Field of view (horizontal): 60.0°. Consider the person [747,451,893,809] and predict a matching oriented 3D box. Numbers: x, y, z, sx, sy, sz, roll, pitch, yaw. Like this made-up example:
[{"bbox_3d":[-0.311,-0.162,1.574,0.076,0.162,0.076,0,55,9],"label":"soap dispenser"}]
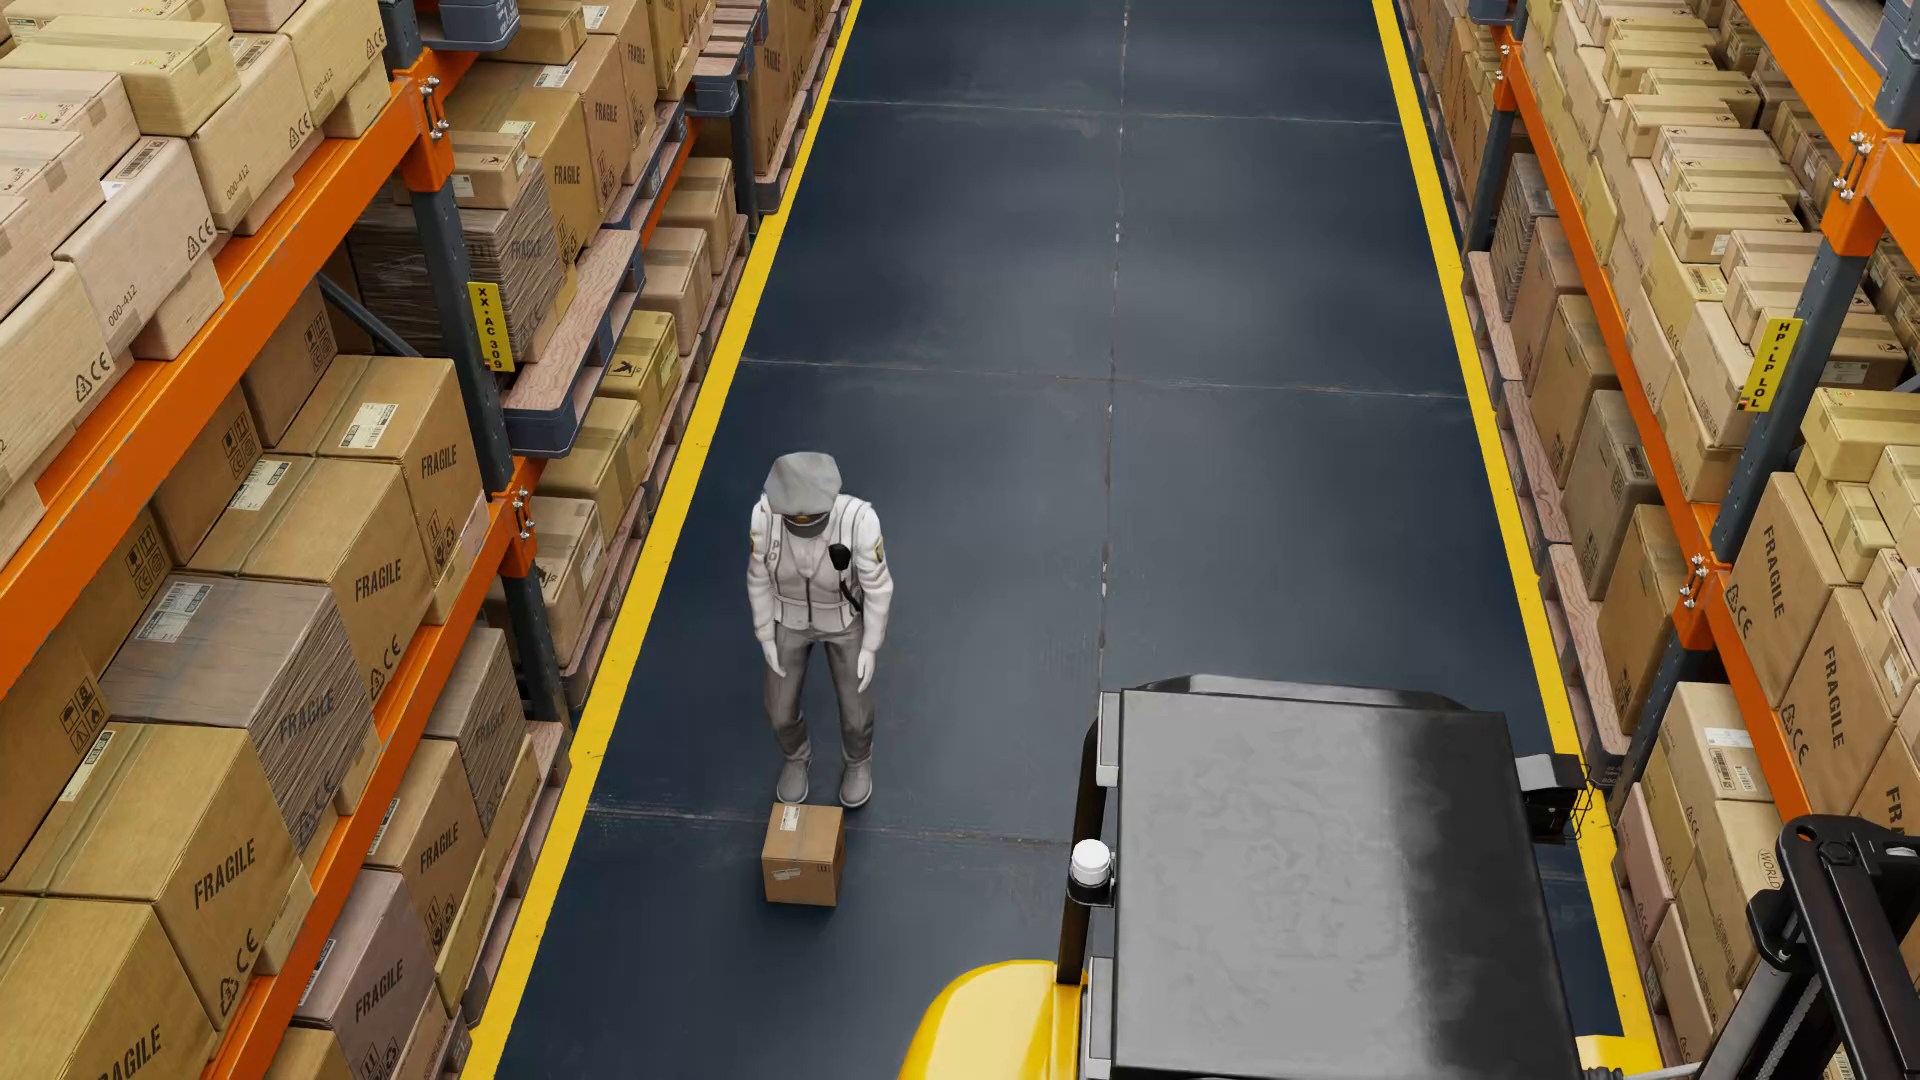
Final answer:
[{"bbox_3d":[-0.483,0.324,5.831,0.508,1.604,0.481,4,40,5],"label":"person"}]
